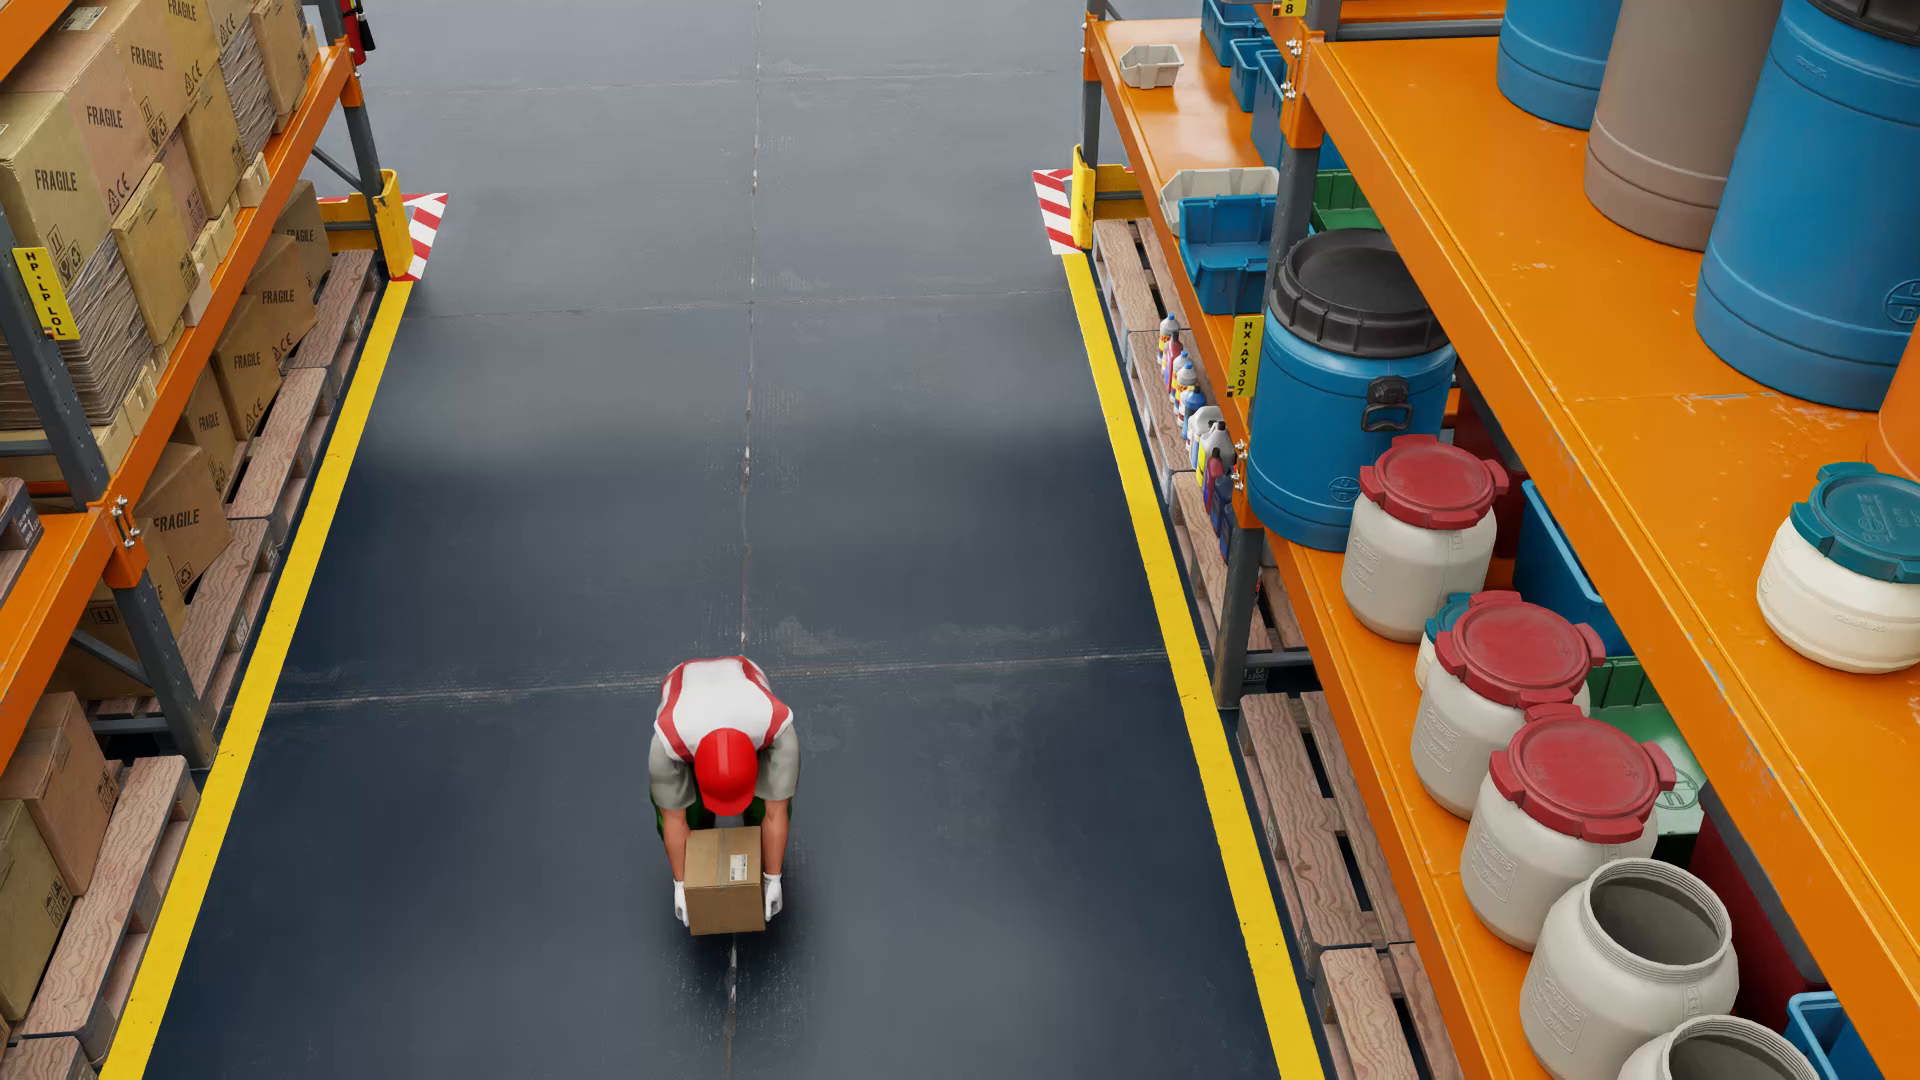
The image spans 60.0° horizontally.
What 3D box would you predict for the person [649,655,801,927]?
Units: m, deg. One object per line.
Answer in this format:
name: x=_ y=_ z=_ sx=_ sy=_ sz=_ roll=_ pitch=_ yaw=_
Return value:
person: x=-0.816 y=0.810 z=5.767 sx=0.536 sy=0.993 sz=0.904 roll=-4 pitch=39 yaw=-5
